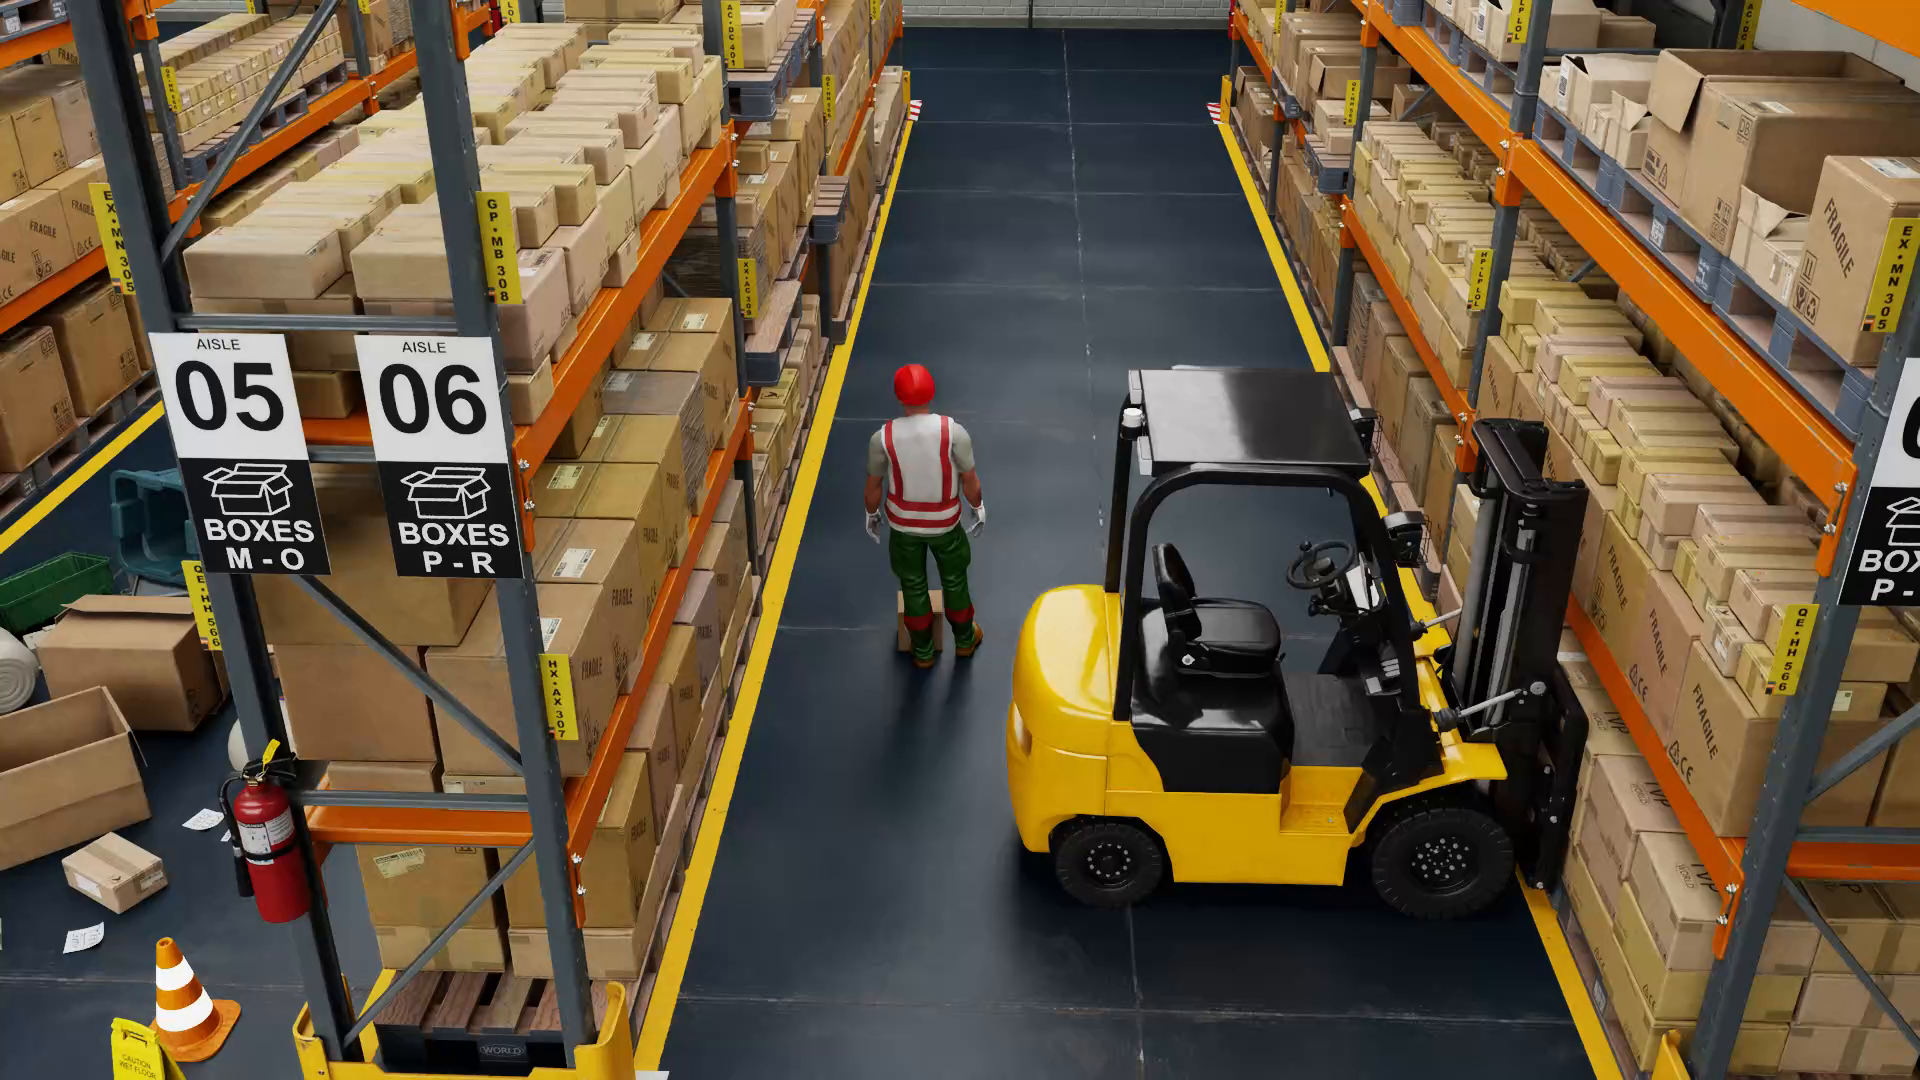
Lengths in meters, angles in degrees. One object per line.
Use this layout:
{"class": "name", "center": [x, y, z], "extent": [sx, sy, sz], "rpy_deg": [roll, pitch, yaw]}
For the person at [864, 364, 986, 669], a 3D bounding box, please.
{"class": "person", "center": [-0.182, -0.146, 8.852], "extent": [0.638, 1.790, 0.561], "rpy_deg": [0, 28, 0]}
